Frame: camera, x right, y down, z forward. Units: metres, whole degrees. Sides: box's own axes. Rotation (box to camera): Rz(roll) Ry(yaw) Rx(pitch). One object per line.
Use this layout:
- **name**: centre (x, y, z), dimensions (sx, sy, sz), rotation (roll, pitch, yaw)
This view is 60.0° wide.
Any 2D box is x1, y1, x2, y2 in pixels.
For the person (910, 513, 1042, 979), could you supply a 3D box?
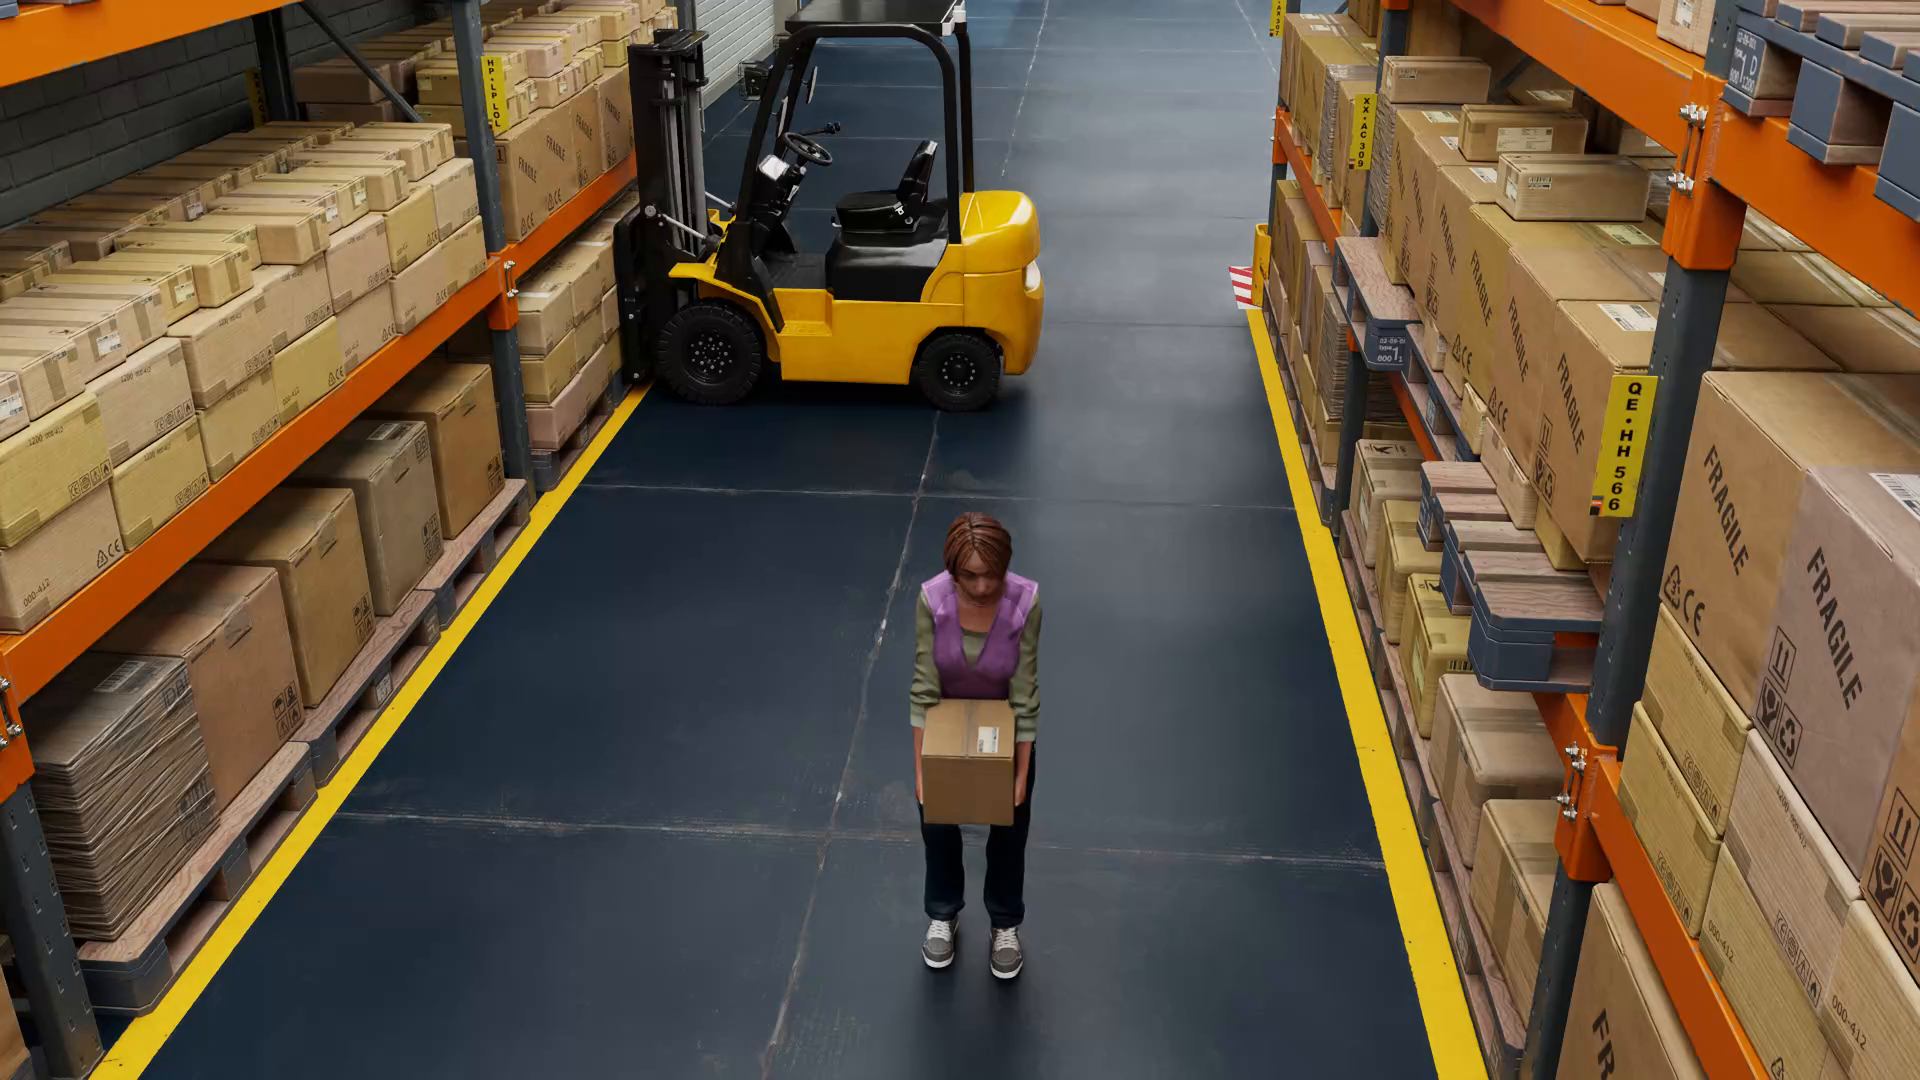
- **person**: centre (0.047, 0.604, 4.864), dimensions (0.372, 1.563, 0.532), rotation (1, 25, 3)
